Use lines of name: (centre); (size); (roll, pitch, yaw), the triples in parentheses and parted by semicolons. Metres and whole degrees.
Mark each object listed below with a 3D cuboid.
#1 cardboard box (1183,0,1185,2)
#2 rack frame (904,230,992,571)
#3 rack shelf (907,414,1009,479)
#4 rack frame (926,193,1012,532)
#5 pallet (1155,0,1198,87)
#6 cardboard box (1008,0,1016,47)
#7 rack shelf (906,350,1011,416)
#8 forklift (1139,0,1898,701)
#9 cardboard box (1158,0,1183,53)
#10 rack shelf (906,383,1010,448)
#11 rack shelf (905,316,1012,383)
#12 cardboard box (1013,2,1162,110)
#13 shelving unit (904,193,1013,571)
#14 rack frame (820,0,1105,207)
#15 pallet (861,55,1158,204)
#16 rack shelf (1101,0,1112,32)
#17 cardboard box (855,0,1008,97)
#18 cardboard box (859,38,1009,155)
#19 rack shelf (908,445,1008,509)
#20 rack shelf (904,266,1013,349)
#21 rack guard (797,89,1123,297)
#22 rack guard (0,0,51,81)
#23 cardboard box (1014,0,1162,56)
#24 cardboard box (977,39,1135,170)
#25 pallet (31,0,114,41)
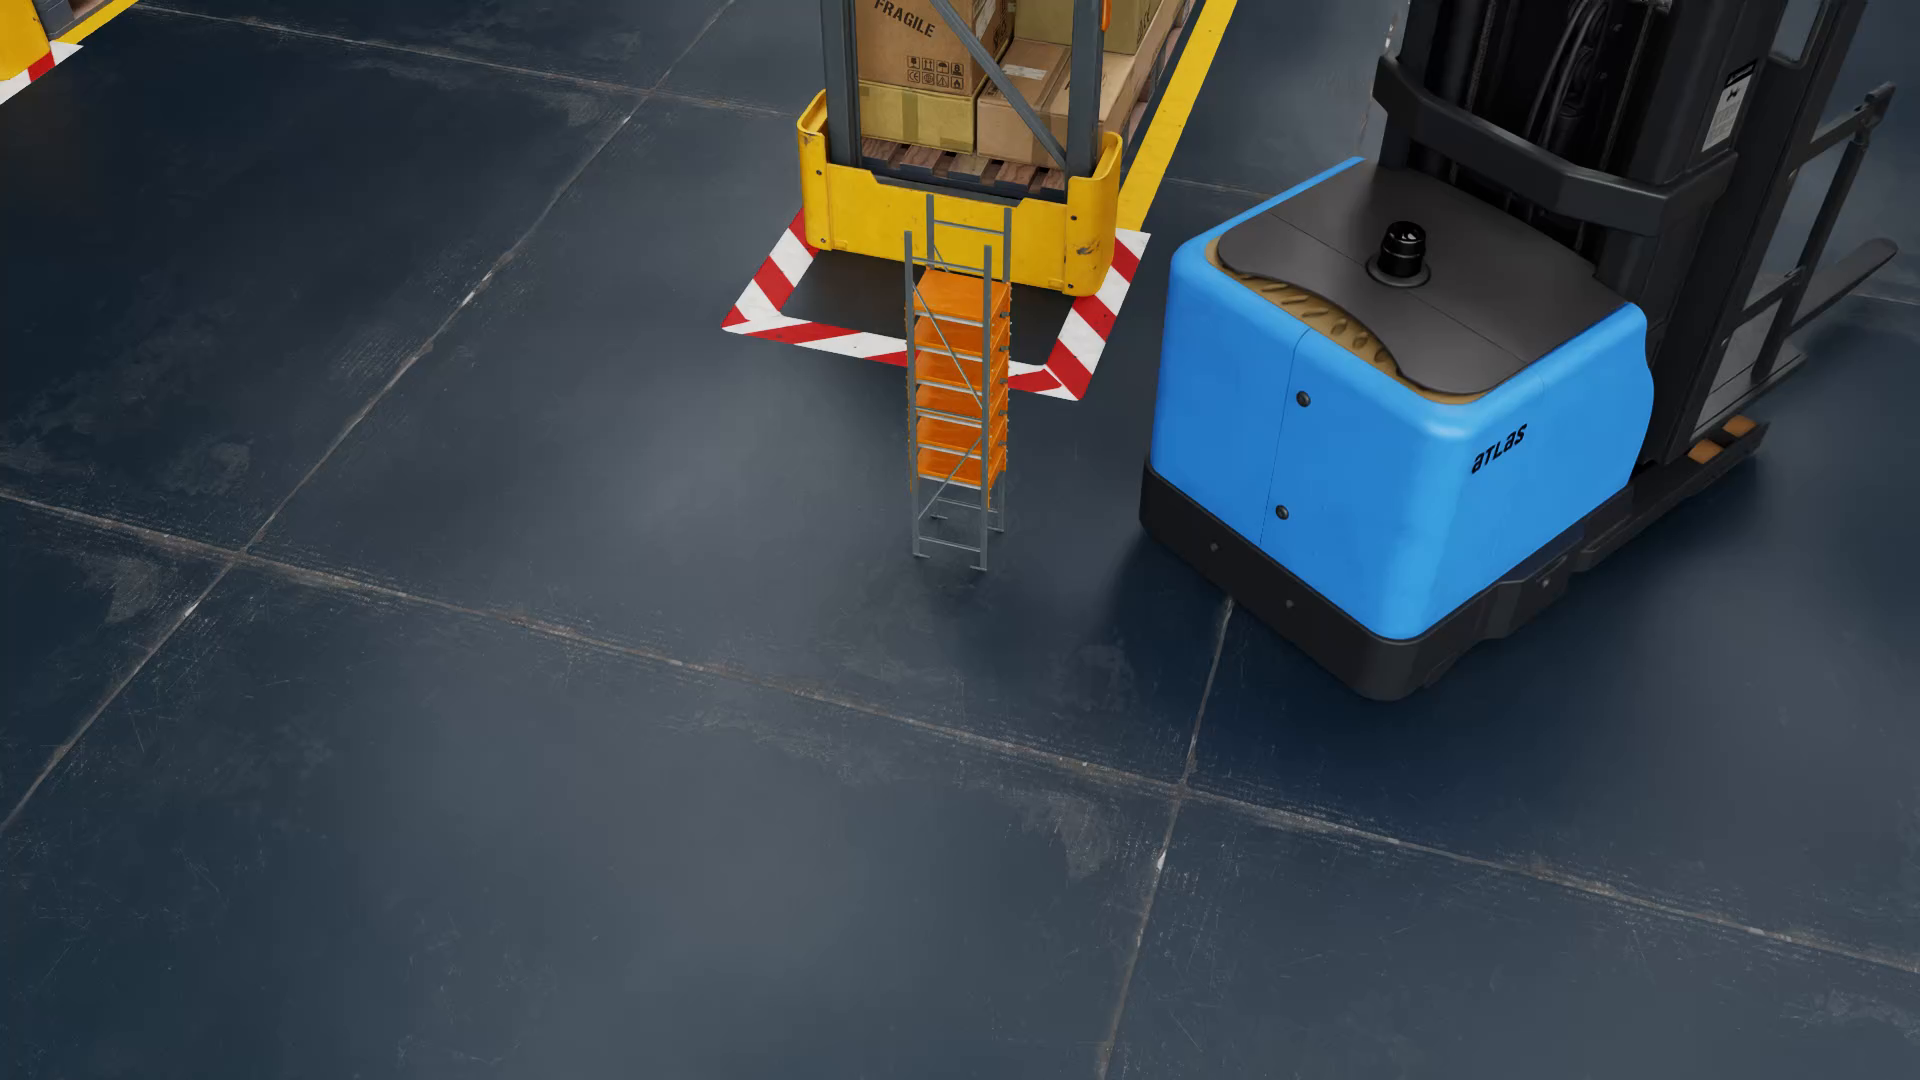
cardboard box: (0.833, -2.695, 7.525); (0.500, 0.250, 0.500); (13, 46, 13)
rack frame: (-0.032, -0.358, 4.758); (0.240, 1.200, 0.006); (13, 46, 13)
rack shelf: (-0.004, -0.302, 4.936); (0.258, 0.103, 0.180); (13, 46, 12)
rack frame: (0.023, -0.480, 4.883); (0.240, 1.200, 0.006); (13, 46, 13)
pallet: (0.565, -2.550, 7.705); (1.003, 0.211, 1.213); (13, 46, 13)
cardboard box: (0.023, -2.141, 6.959); (0.500, 0.250, 0.500); (13, 46, 13)
rack shelf: (-0.004, -0.473, 4.768); (0.258, 0.103, 0.180); (13, 46, 12)
forklift: (2.021, -1.467, 4.654); (3.031, 2.935, 1.130); (-30, 52, -27)
cardboard box: (0.676, -2.362, 7.185); (0.500, 0.250, 0.500); (13, 46, 13)
rack shelf: (-0.004, -0.387, 4.852); (0.258, 0.103, 0.180); (13, 46, 12)
rack shelf: (-0.004, -0.559, 4.684); (0.258, 0.103, 0.180); (13, 46, 12)
cardboard box: (0.525, -2.029, 6.845); (0.500, 0.250, 0.500); (13, 46, 13)
shelving unit: (-0.004, -0.419, 4.820); (0.258, 1.200, 0.189); (13, 46, 13)
rack frame: (0.002, -2.217, 5.371); (1.000, 3.000, 0.127); (13, 46, 13)
pallet: (0.194, -1.739, 6.877); (1.003, 0.211, 1.213); (13, 46, 13)
rack shelf: (0.608, -3.293, 6.985); (1.077, 0.370, 4.000); (13, 46, 13)
cardboard box: (-0.119, -2.073, 6.354); (0.500, 0.500, 0.500); (13, 46, 13)
cardboard box: (-0.117, -1.805, 6.615); (0.500, 0.250, 0.500); (13, 46, 13)
rack shelf: (-0.004, -0.216, 5.019); (0.258, 0.103, 0.180); (13, 46, 12)
rack shelf: (-0.004, -0.645, 4.600); (0.258, 0.103, 0.180); (13, 46, 12)
rack guard: (-0.005, -1.308, 6.229); (1.175, 0.500, 0.348); (13, 46, 13)
rack guard: (-4.697, -2.421, 7.367); (1.175, 0.500, 0.348); (13, 46, 13)
cardboard box: (0.526, -2.297, 6.582); (0.500, 0.500, 0.500); (13, 46, 13)
cardboard box: (0.377, -1.695, 6.503); (0.500, 0.250, 0.500); (13, 46, 13)
pallet: (-4.417, -2.852, 8.014); (1.003, 0.211, 1.213); (13, 46, 13)
